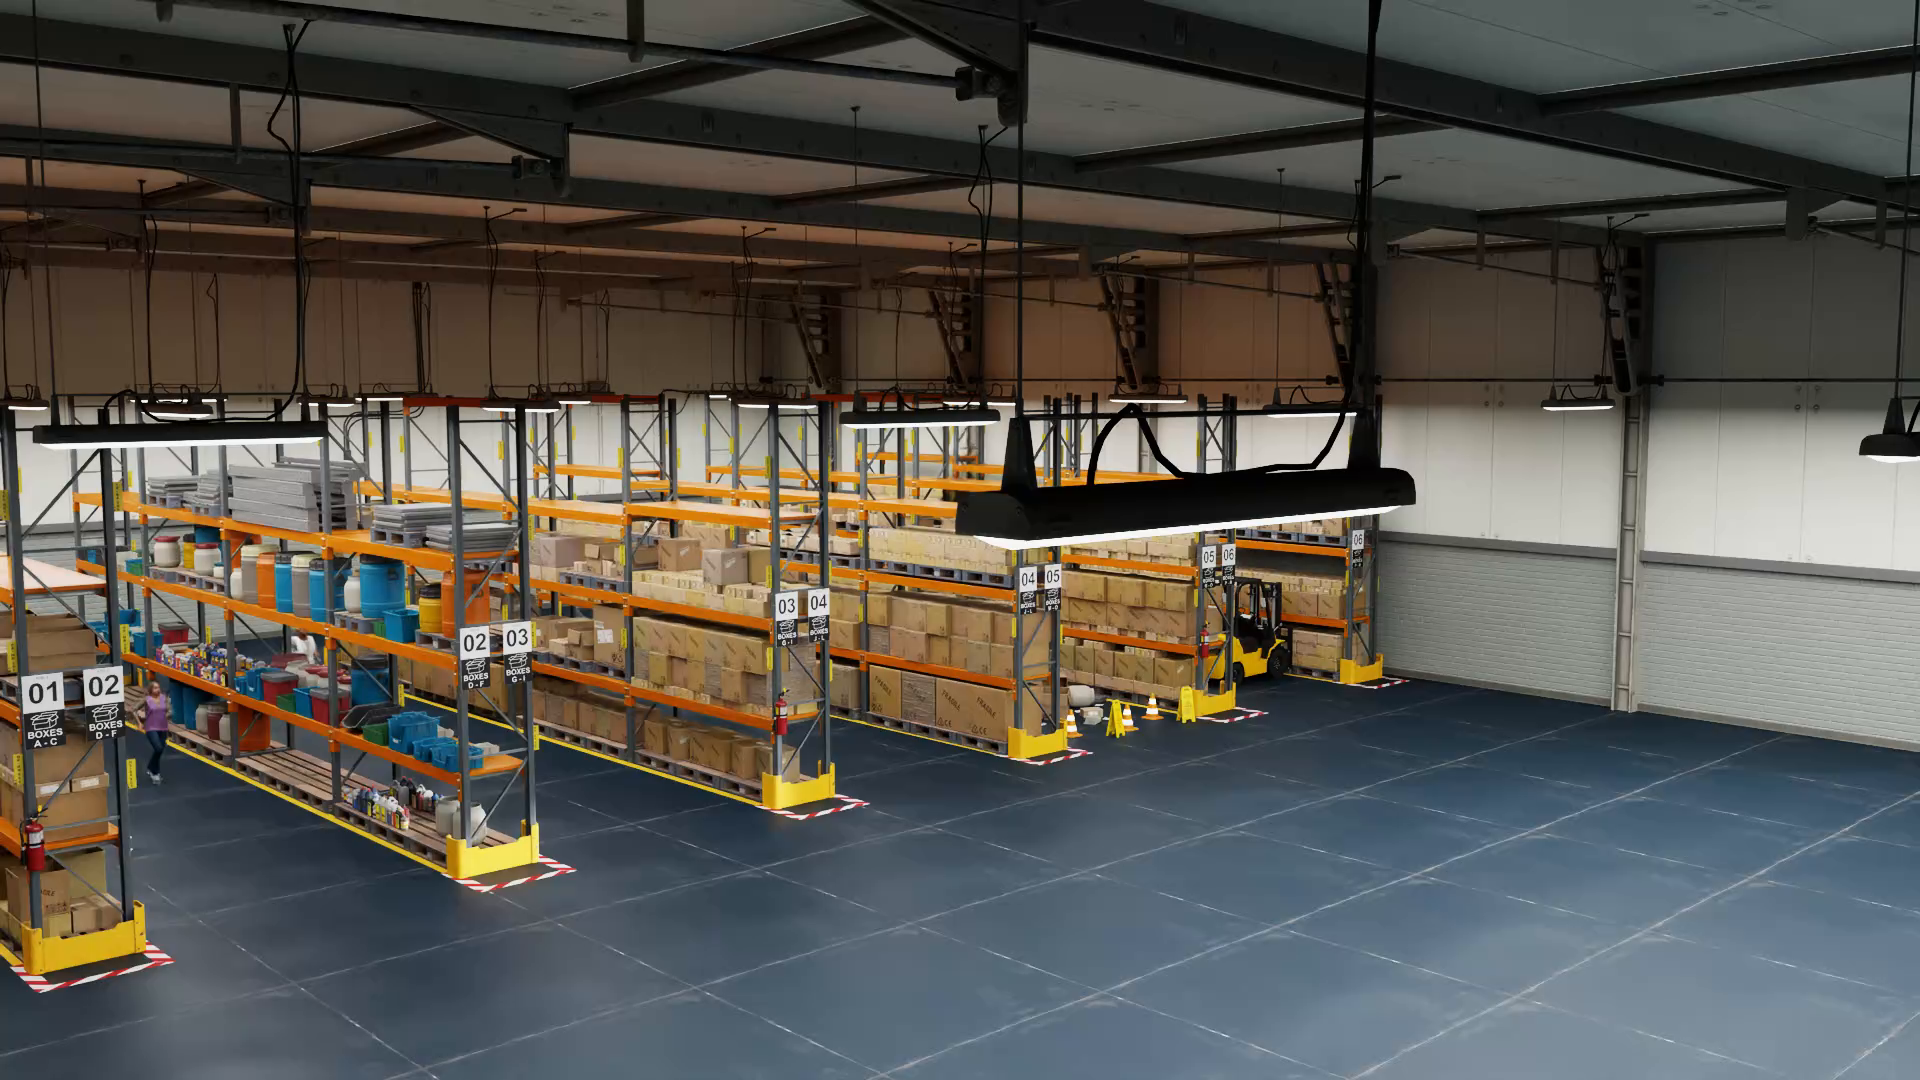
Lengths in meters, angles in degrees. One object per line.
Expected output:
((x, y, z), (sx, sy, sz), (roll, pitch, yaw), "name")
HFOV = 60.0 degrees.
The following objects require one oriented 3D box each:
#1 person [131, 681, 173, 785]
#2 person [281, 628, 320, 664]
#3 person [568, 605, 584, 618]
((-12.613, 3.016, 26.080), (0.694, 1.630, 0.503), (4, 7, 34), "person")
((-12.435, 2.418, 31.563), (0.592, 1.738, 0.683), (4, 7, 33), "person")
((-9.639, 1.412, 41.481), (0.706, 1.752, 0.984), (4, 7, 36), "person")
